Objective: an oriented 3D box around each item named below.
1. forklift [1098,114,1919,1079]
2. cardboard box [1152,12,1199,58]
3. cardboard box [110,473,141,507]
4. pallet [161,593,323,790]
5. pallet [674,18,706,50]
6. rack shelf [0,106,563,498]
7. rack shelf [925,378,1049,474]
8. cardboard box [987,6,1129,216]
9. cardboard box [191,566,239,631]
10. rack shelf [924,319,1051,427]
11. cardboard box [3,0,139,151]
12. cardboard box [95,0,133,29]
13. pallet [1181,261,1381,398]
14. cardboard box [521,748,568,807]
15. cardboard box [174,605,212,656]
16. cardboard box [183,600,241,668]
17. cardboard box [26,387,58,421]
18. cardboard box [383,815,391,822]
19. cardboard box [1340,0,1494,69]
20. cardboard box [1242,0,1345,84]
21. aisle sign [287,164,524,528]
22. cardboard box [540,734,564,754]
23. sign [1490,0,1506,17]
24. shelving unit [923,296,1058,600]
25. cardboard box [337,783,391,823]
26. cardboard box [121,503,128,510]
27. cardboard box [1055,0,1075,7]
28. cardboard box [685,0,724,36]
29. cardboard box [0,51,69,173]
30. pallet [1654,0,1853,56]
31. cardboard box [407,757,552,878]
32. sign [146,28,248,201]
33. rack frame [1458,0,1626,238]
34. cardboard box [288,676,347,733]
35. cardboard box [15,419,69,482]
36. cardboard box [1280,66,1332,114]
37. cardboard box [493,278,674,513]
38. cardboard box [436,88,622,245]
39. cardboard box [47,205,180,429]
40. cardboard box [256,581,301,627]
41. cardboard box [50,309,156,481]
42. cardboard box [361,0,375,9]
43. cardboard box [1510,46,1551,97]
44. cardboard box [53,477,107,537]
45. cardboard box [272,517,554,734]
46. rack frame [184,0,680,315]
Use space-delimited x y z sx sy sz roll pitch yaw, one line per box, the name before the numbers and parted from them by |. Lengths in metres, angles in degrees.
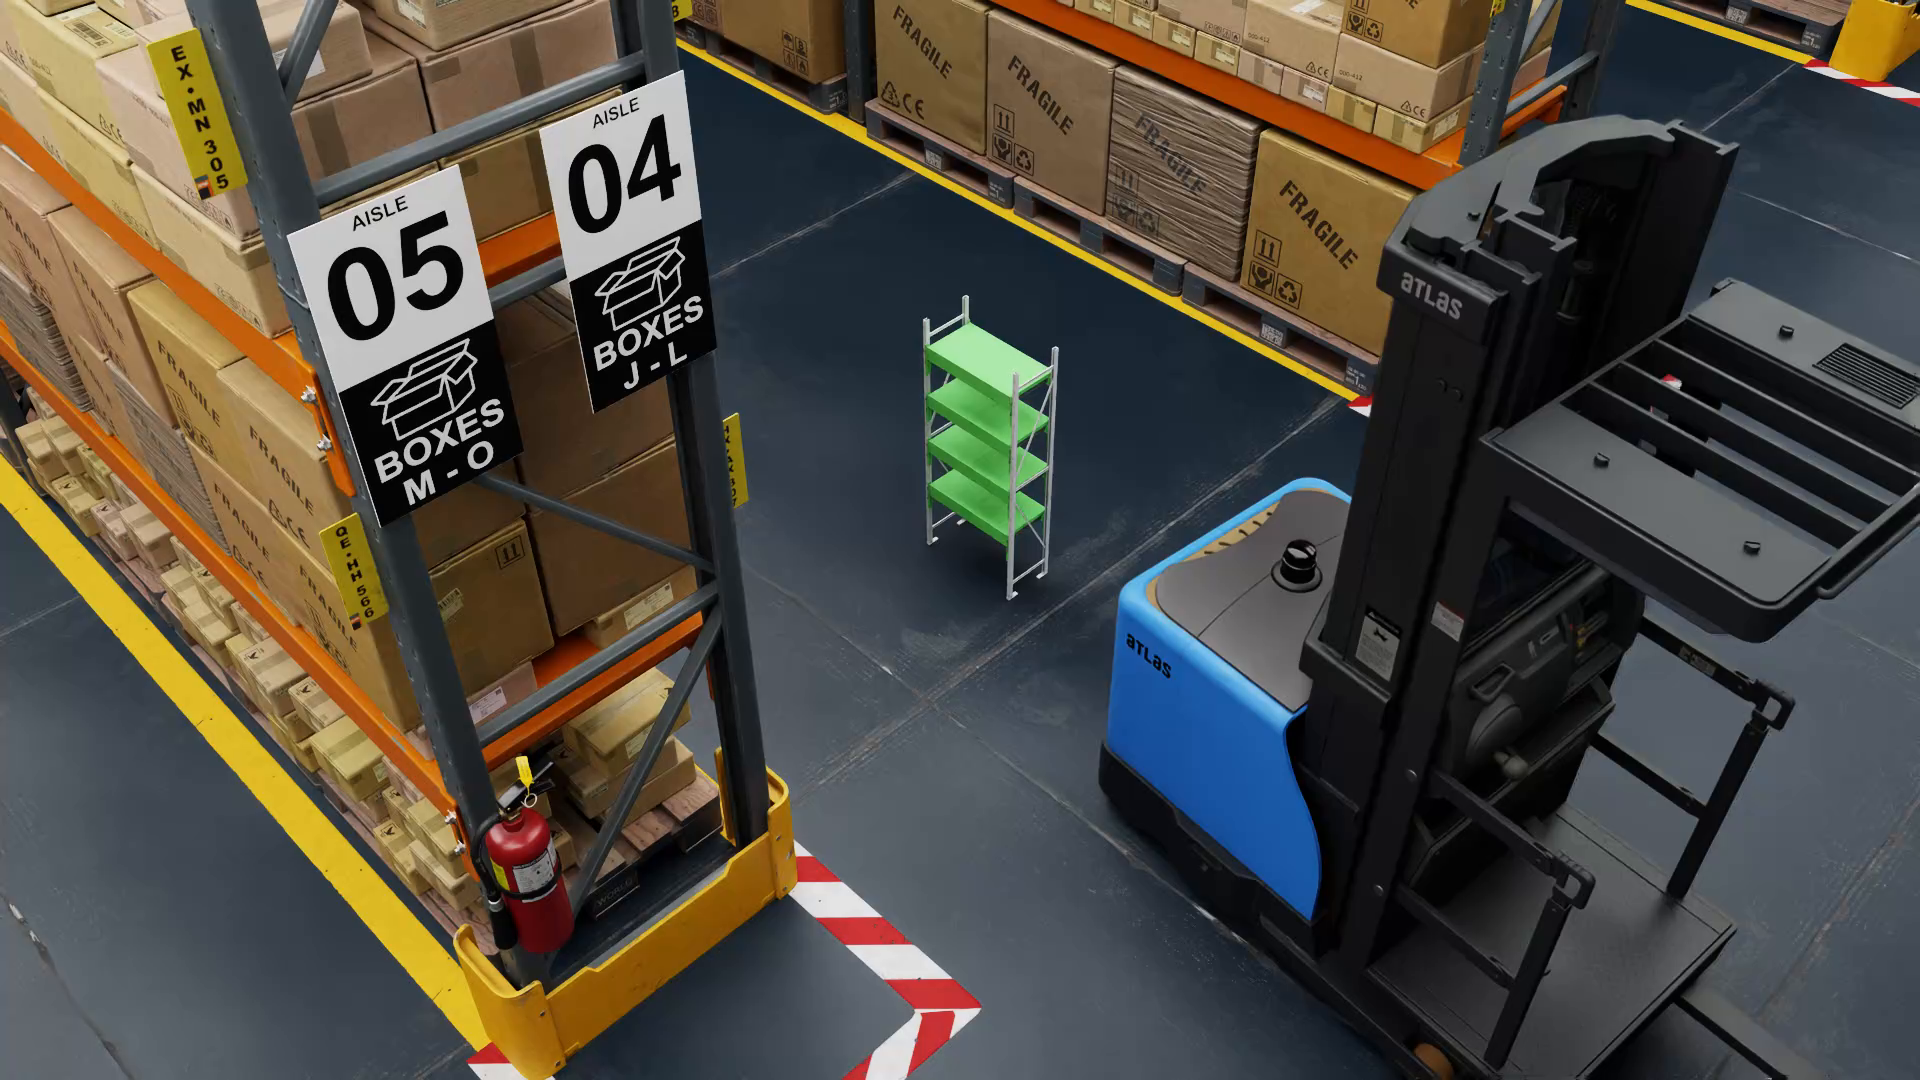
forklift | 1.848 0.438 4.734 1.130 2.935 3.031 -29 50 -28
cardboard box | 1.150 -2.500 8.048 0.380 0.149 0.250 -34 52 -31
cardboard box | -3.204 -0.246 6.776 0.250 0.149 0.380 33 52 30
pallet | -2.502 0.358 6.824 1.003 0.211 1.213 -34 53 -31
pallet | -1.748 -3.783 11.306 1.003 0.211 1.213 -34 53 -31
rack shelf | -2.455 -1.434 5.029 1.077 0.370 4.000 -34 53 -31
rack shelf | 0.117 -0.490 6.755 0.258 0.148 0.480 -34 53 -31
cardboard box | 0.761 -2.472 9.089 0.875 0.875 0.875 -34 53 -31
cardboard box | -2.685 0.144 6.354 0.380 0.149 0.250 -34 52 -31
rack shelf | 0.117 -0.667 6.592 0.258 0.148 0.480 -34 53 -31
cardboard box | -1.910 -1.211 3.999 0.500 0.250 0.500 33 52 30
cardboard box | -1.772 -1.320 3.824 0.250 0.149 0.380 33 52 30
pallet | 1.921 -1.287 8.605 1.003 0.211 1.213 -34 53 -31
cardboard box | -1.428 0.765 6.120 0.250 0.149 0.380 34 53 31
cardboard box | -2.892 0.268 6.658 0.250 0.149 0.380 33 52 30
cardboard box | -2.742 0.288 6.417 0.380 0.149 0.250 -34 52 -31
cardboard box | -3.770 -0.619 7.180 0.380 0.149 0.250 -32 51 -30
cardboard box | -1.940 0.861 6.017 0.250 0.149 0.380 34 52 31
cardboard box | 2.011 -2.402 7.096 0.500 0.500 0.500 -33 52 -31
cardboard box | 1.653 -2.368 7.612 0.500 0.250 0.500 33 52 31
aisle sign | -1.203 -0.412 3.687 0.394 0.787 0.004 -34 53 -31
cardboard box | -1.384 0.614 6.064 0.250 0.149 0.380 34 52 31
sign | 2.147 -2.223 6.536 0.100 0.325 0.005 -34 53 -31
shelving unit | 0.117 -0.361 6.874 0.258 1.200 0.503 -34 53 -31
cardboard box | -1.985 0.782 5.883 0.250 0.149 0.380 32 52 30
cardboard box | -3.209 -0.137 6.878 0.250 0.149 0.380 32 51 30
cardboard box | 0.605 -2.870 8.448 0.380 0.149 0.250 -33 52 -31
cardboard box | -1.382 -3.987 10.728 0.875 0.875 1.225 32 52 30
cardboard box | -2.257 -1.261 4.422 0.500 0.250 0.500 -32 51 -30
pallet | 5.493 -3.729 11.247 1.003 0.211 1.213 -34 53 -31
cardboard box | -1.595 0.906 5.530 0.380 0.149 0.250 -33 52 -31
sign | -1.449 -0.806 3.167 0.100 0.325 0.005 -34 53 -31
rack frame | 2.541 -1.964 7.283 1.000 3.000 0.127 -34 53 -31
cardboard box | -2.143 0.539 5.927 0.250 0.149 0.380 32 52 30
cardboard box | -3.838 -0.447 7.213 0.380 0.149 0.250 -32 51 -30
cardboard box | 1.694 -2.131 7.649 0.380 0.149 0.250 -34 52 -31
cardboard box | -1.171 -0.492 4.660 0.500 0.500 0.500 34 52 31
cardboard box | -1.178 -1.021 4.162 0.500 0.250 0.500 -32 52 -30
cardboard box | -2.273 -0.739 4.927 0.500 0.500 0.500 -31 51 -29
cardboard box | -2.006 0.073 5.263 0.380 0.149 0.250 -33 52 -30
cardboard box | -2.611 -0.608 5.522 0.500 0.500 0.500 -31 51 -29
cardboard box | -1.277 -1.408 3.919 0.380 0.149 0.250 -32 51 -30
cardboard box | 2.524 -2.201 7.724 0.380 0.149 0.250 -33 52 -31
cardboard box | -3.649 -0.208 7.174 0.380 0.149 0.250 -33 52 -30
cardboard box | -1.542 0.126 4.728 0.500 0.500 0.500 -33 52 -31
rack frame | -1.042 -1.839 2.727 1.000 3.000 0.127 -34 53 -31
